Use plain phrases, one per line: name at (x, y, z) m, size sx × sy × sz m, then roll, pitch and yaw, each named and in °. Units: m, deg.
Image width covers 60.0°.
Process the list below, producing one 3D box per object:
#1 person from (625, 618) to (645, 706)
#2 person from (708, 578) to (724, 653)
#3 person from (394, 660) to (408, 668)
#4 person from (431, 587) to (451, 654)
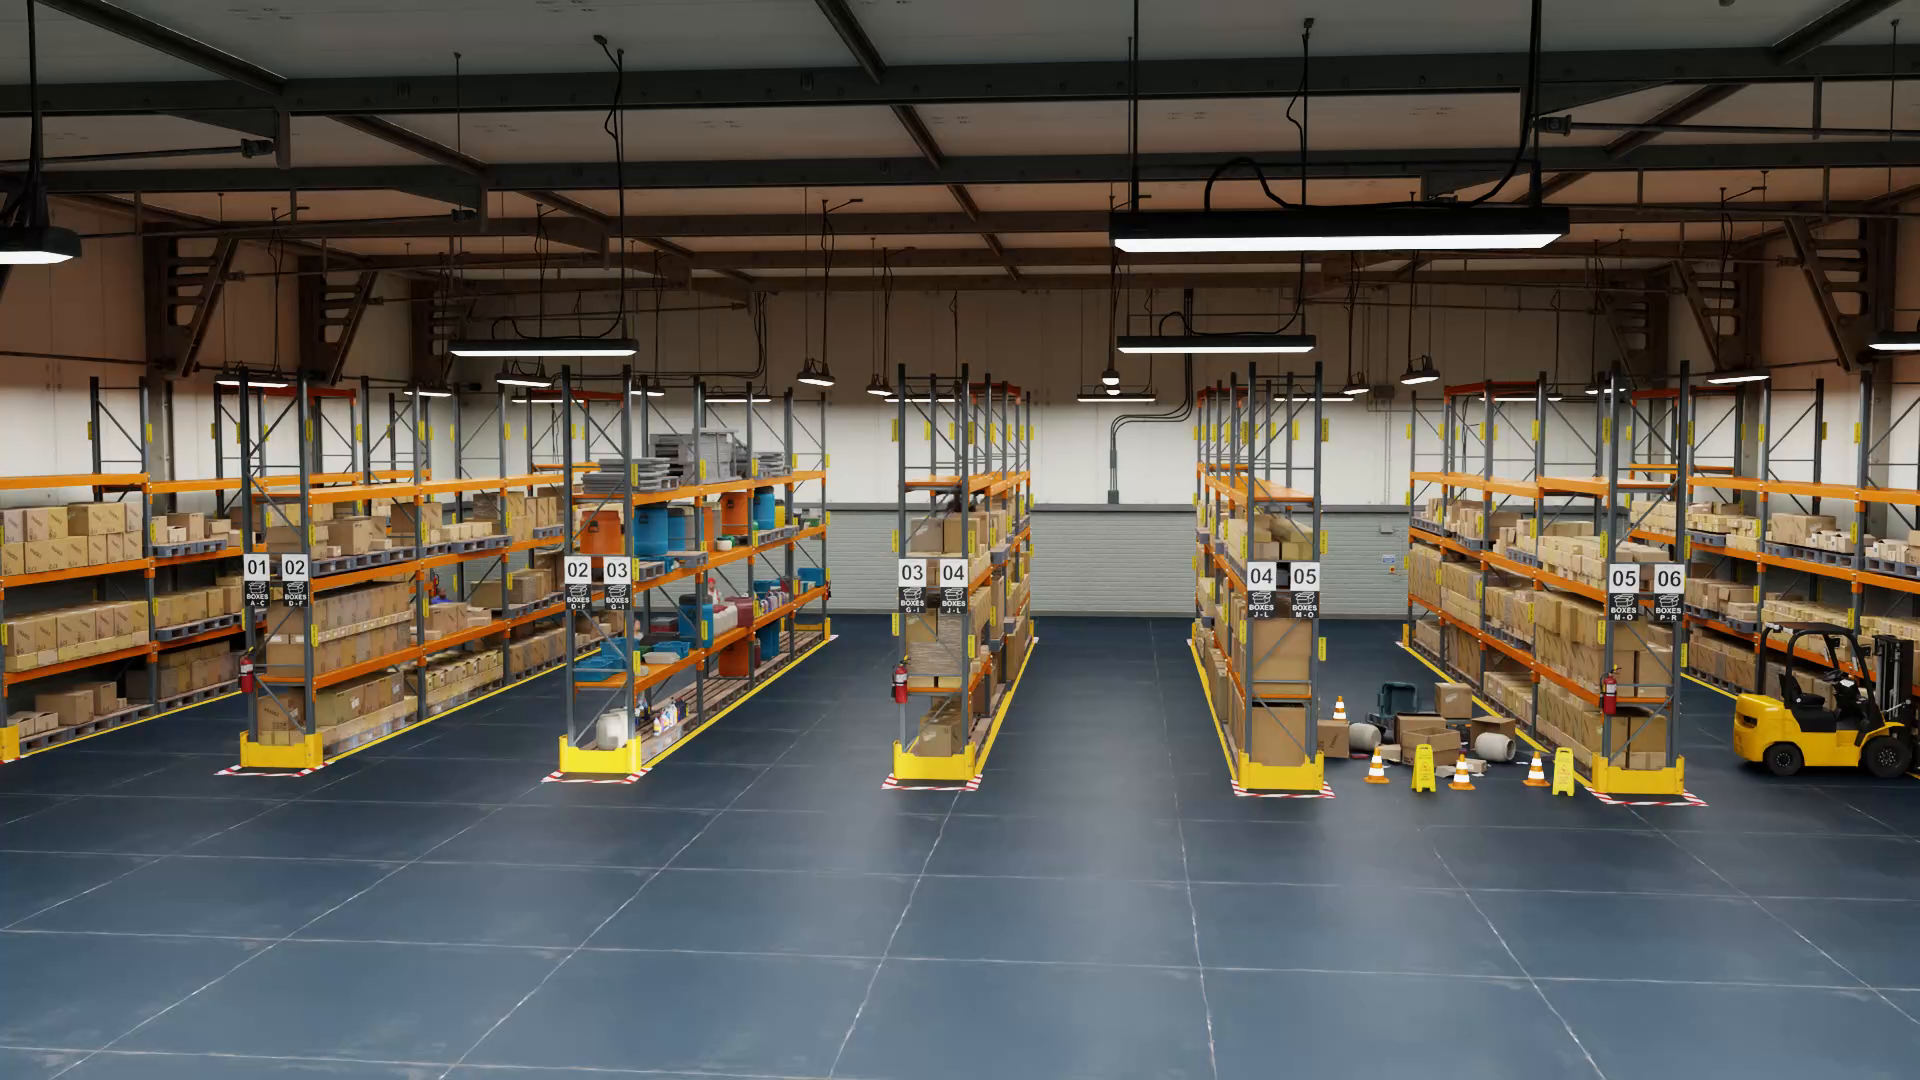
person at (-5.863, 2.274, 30.245) m, size 0.528 × 1.735 × 0.419 m, roll -3°, pitch 5°, yaw -43°
person at (-5.565, 1.714, 37.219) m, size 0.637 × 1.732 × 1.017 m, roll 1°, pitch 4°, yaw 10°
person at (-11.027, 2.055, 33.021) m, size 0.522 × 1.663 × 0.517 m, roll 0°, pitch 4°, yaw -5°
person at (-11.354, 1.841, 36.550) m, size 0.419 × 1.610 × 0.645 m, roll 0°, pitch 4°, yaw 6°
